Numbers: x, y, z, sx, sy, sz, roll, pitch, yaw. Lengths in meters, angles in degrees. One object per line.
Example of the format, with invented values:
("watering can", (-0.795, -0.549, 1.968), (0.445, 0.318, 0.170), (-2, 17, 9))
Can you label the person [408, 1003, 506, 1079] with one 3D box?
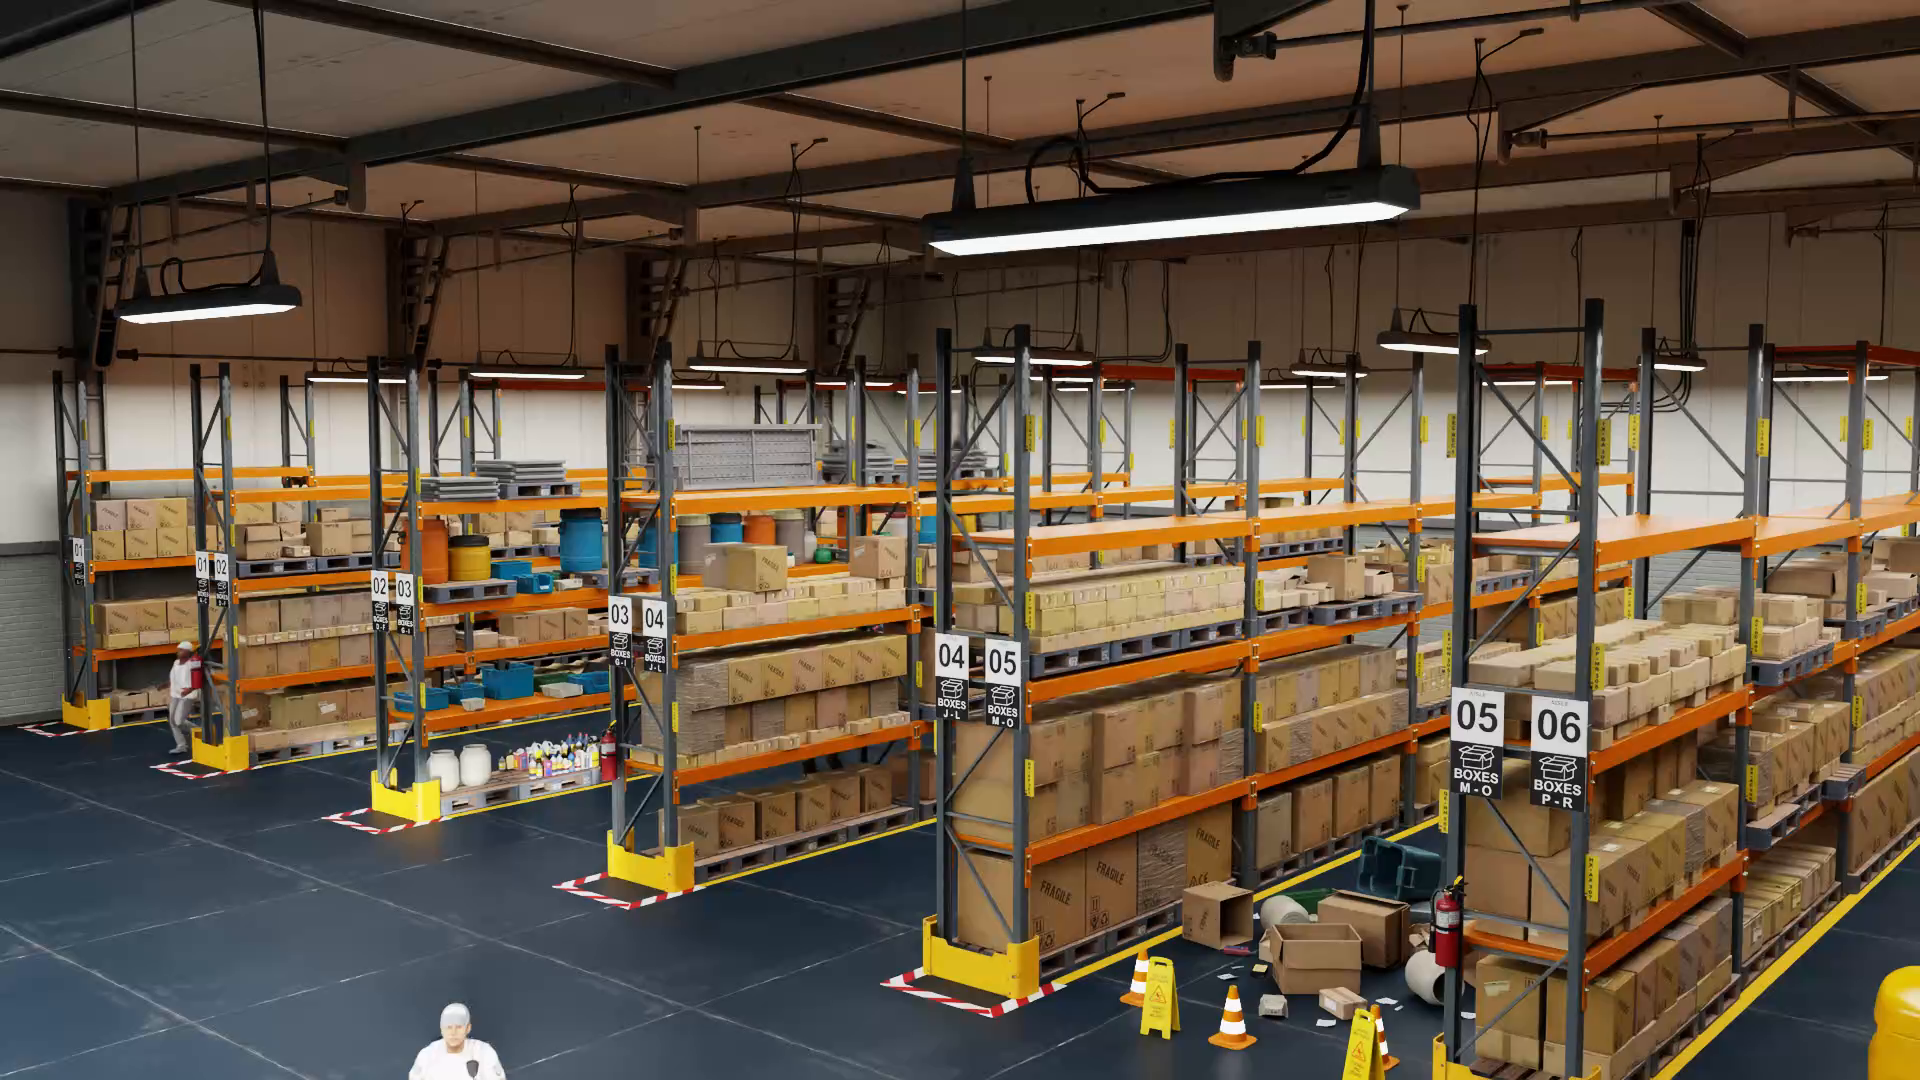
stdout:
("person", (-3.069, 3.630, 10.160), (0.607, 1.651, 0.745), (-1, 4, -10))

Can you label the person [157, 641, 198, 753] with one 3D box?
("person", (-12.066, 2.446, 25.811), (0.728, 1.744, 0.524), (2, 5, 27))

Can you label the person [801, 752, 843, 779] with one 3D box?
("person", (-1.851, 2.653, 22.598), (0.675, 1.846, 0.829), (3, 5, 33))
